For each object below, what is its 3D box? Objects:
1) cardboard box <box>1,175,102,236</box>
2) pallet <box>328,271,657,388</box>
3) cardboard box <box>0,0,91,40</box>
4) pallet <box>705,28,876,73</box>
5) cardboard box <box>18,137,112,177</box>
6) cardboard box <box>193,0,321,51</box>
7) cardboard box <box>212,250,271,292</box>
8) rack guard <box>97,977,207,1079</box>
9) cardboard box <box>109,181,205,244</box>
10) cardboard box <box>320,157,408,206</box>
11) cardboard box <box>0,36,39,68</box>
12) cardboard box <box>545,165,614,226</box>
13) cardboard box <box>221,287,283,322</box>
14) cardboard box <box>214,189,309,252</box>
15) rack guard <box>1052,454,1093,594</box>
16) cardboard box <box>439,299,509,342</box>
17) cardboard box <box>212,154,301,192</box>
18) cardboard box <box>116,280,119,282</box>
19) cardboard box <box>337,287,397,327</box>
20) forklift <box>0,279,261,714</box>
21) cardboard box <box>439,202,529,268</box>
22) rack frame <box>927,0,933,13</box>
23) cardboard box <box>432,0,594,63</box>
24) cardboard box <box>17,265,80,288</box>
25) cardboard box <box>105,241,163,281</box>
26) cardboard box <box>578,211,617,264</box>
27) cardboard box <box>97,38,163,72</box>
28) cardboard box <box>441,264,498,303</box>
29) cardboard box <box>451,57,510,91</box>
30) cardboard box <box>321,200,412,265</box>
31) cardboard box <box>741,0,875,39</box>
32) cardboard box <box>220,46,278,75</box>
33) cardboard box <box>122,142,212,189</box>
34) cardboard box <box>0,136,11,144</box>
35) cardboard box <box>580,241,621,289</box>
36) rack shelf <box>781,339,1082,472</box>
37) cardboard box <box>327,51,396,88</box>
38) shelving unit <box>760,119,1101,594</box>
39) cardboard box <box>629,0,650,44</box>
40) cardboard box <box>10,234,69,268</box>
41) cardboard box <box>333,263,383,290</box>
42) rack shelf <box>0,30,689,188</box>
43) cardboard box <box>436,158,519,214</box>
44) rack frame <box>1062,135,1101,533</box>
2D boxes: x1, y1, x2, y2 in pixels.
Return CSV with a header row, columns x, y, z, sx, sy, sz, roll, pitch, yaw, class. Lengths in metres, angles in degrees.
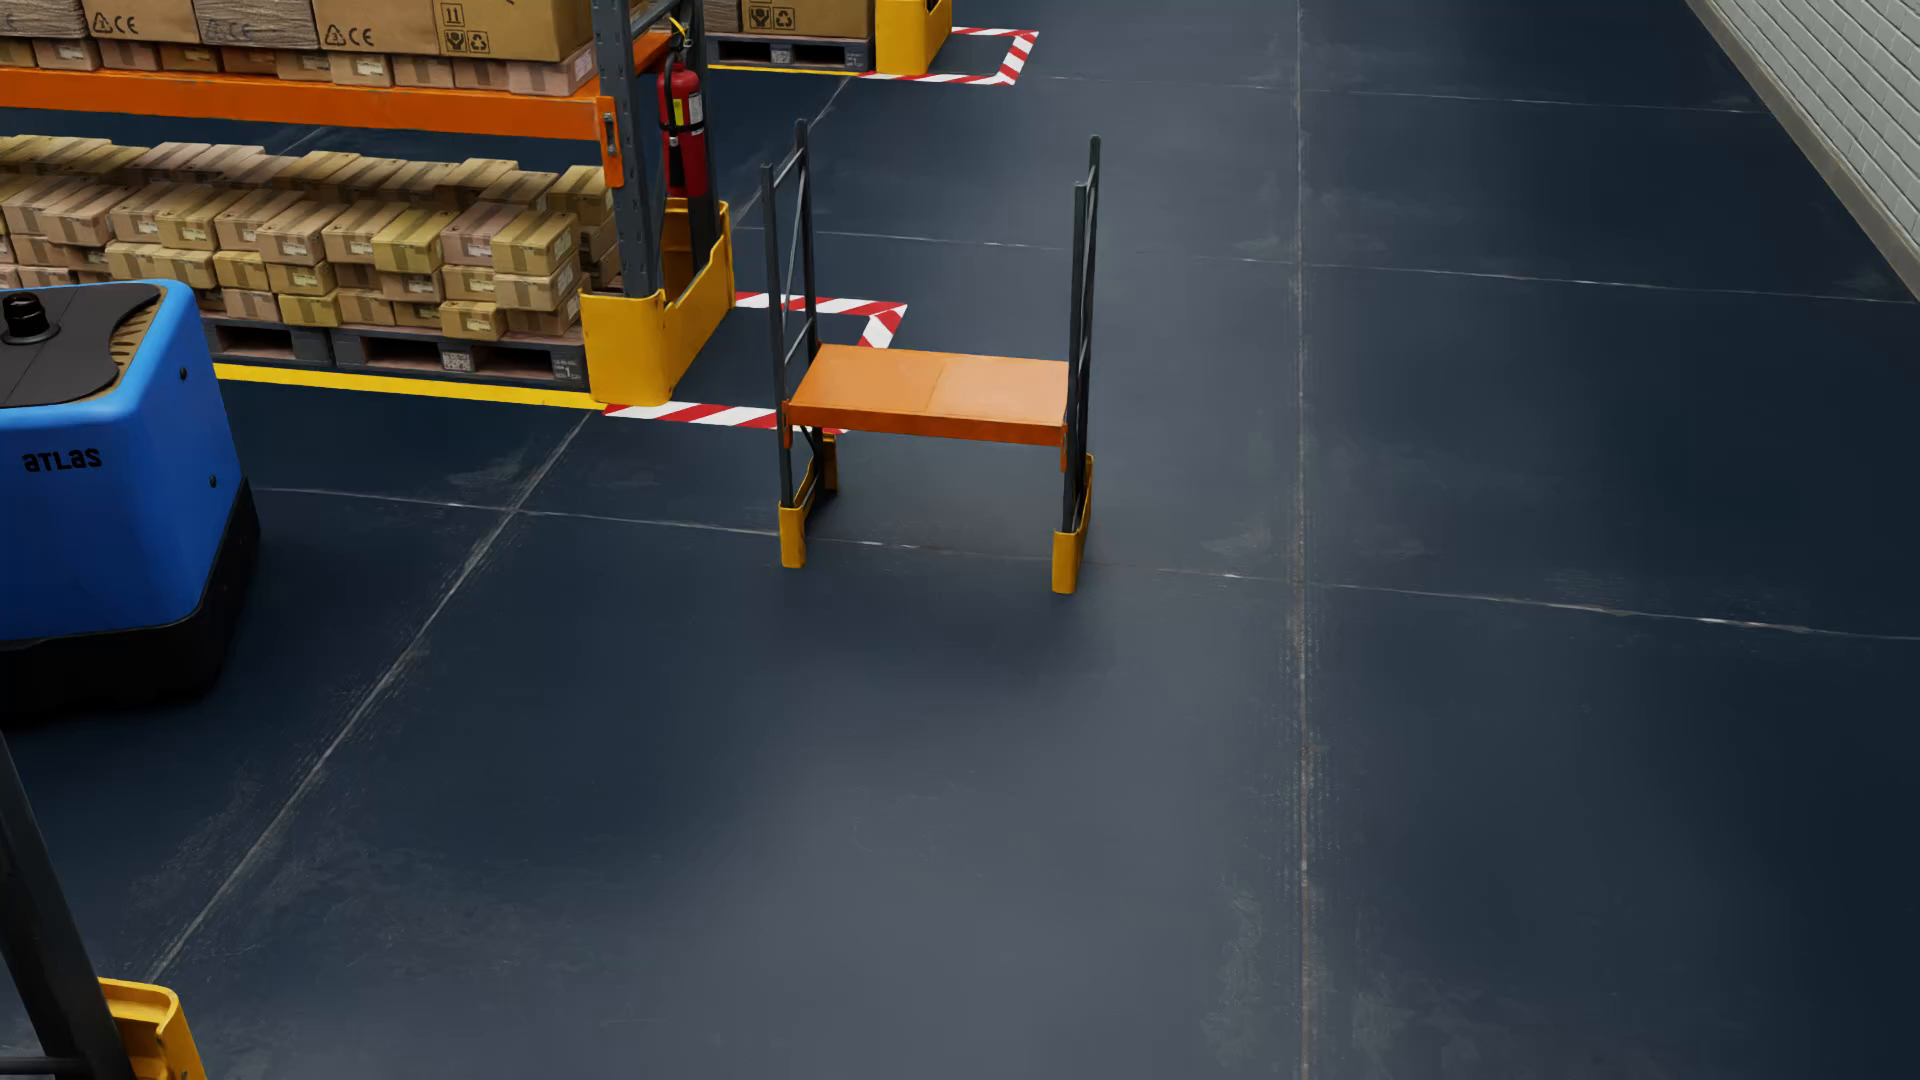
x,y,z,sx,sy,sz,roll,pitch,yaw,class
-4.131,-1.529,7.596,0.250,0.149,0.380,4,32,7,cardboard box
-2.143,-1.069,7.759,1.213,0.211,1.003,5,32,8,pallet
-3.791,-2.399,6.880,0.500,0.500,0.500,5,32,7,cardboard box
-1.140,-3.587,11.781,1.213,0.211,1.003,5,32,8,pallet
-4.316,-1.816,8.054,0.250,0.149,0.380,5,32,8,cardboard box
-2.767,-2.316,6.748,0.500,0.500,0.500,5,32,8,cardboard box
-3.116,-1.264,7.453,0.250,0.149,0.380,7,33,11,cardboard box
-1.982,1.506,3.372,0.348,0.500,1.175,5,32,8,rack guard
-3.611,-1.483,7.522,0.250,0.149,0.380,4,32,6,cardboard box
-2.781,-1.659,7.804,0.250,0.149,0.380,6,33,10,cardboard box
-3.948,-2.143,7.083,0.250,0.149,0.380,6,33,9,cardboard box
-1.732,-1.599,7.709,0.250,0.149,0.380,4,32,6,cardboard box
-3.117,-1.139,7.534,0.250,0.149,0.380,6,33,9,cardboard box
-3.112,-1.431,7.440,0.250,0.149,0.380,4,32,7,cardboard box
0.416,-0.068,6.124,0.087,0.250,0.587,5,32,8,rack guard
-2.097,-1.031,7.361,0.250,0.149,0.380,6,33,10,cardboard box
-3.297,-1.679,7.836,0.250,0.149,0.380,5,32,8,cardboard box
-3.625,-1.185,7.607,0.250,0.149,0.380,4,32,7,cardboard box
-2.589,-1.115,7.495,0.250,0.149,0.380,5,32,9,cardboard box
-3.997,-0.836,4.824,3.031,2.935,1.130,-6,33,-9,forklift
-2.075,-1.342,7.298,0.250,0.149,0.380,6,33,9,cardboard box
-0.339,-4.738,10.993,0.127,3.000,1.000,5,32,8,rack frame
-1.759,-2.227,6.606,0.500,0.500,0.500,6,33,9,cardboard box
-4.136,-1.264,7.733,0.250,0.149,0.380,5,32,7,cardboard box
-3.631,-1.310,7.526,0.250,0.149,0.380,5,32,8,cardboard box
-1.746,-1.430,7.718,0.250,0.149,0.380,6,33,10,cardboard box
-3.413,-2.116,7.039,0.250,0.149,0.380,6,33,10,cardboard box
-2.090,-1.198,7.348,0.250,0.149,0.380,4,32,7,cardboard box
-1.881,-1.970,6.807,0.250,0.149,0.380,5,32,8,cardboard box
-2.597,-1.355,7.318,0.250,0.149,0.380,4,32,6,cardboard box
-0.983,-4.031,11.469,0.875,0.875,0.875,5,32,8,cardboard box
-2.897,-2.089,6.997,0.250,0.149,0.380,4,32,6,cardboard box
-3.791,-1.776,7.991,0.250,0.149,0.380,4,32,6,cardboard box
-4.821,-1.836,8.087,0.250,0.149,0.380,6,33,10,cardboard box
-1.735,-1.337,7.850,0.250,0.149,0.380,6,33,9,cardboard box
-0.084,-0.491,5.960,1.000,0.185,0.538,5,32,8,rack shelf
-2.386,-1.995,6.847,0.250,0.149,0.380,6,33,10,cardboard box
-0.075,-0.643,5.863,1.083,1.500,0.587,5,32,8,shelving unit
-1.537,-2.247,7.250,0.250,0.149,0.380,5,32,8,cardboard box
-4.136,-1.402,7.674,0.250,0.149,0.380,4,32,6,cardboard box
-2.601,-1.270,7.463,0.250,0.149,0.380,5,32,8,cardboard box
-3.244,-2.027,7.339,4.000,0.370,1.077,5,32,8,rack shelf
-2.251,-1.651,7.790,0.250,0.149,0.380,5,32,8,cardboard box
0.417,-0.598,5.792,0.032,1.500,0.500,5,32,8,rack frame
